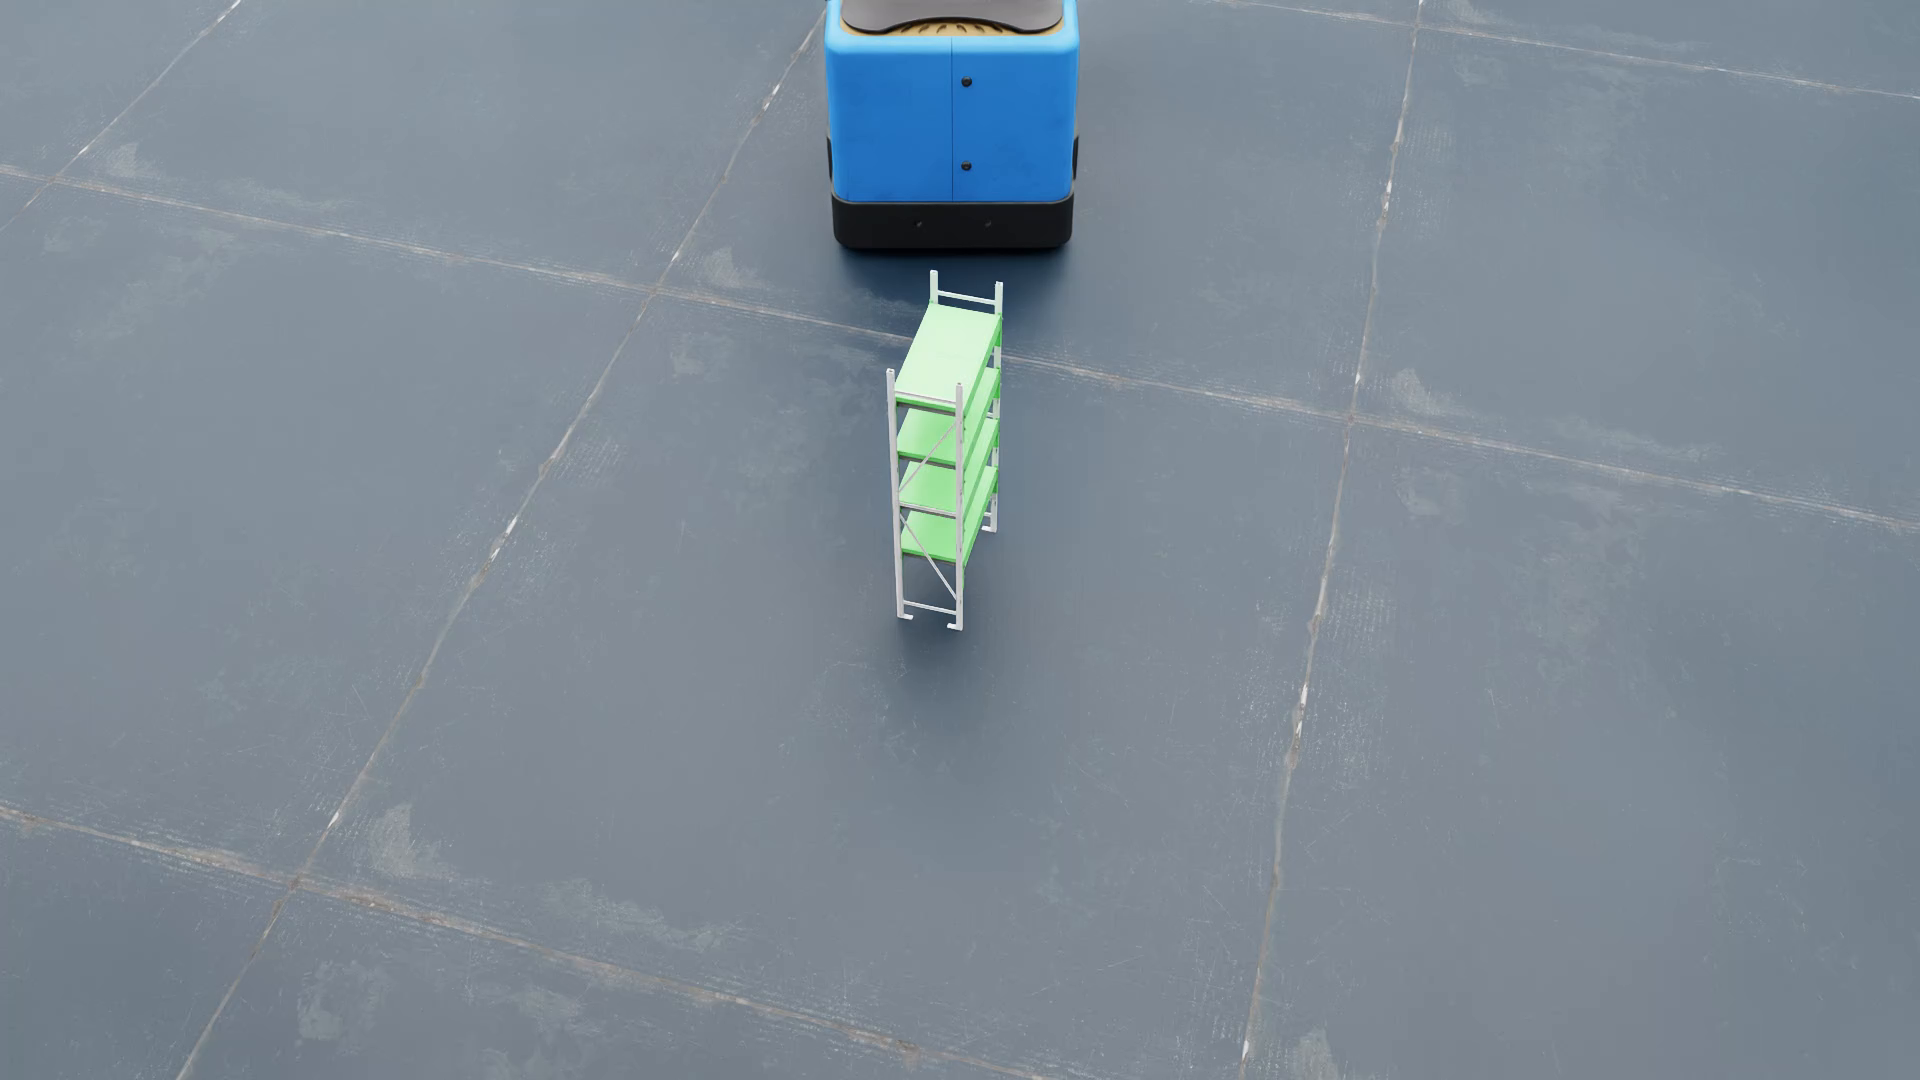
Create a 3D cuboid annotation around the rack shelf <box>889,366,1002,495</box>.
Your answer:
[{"bbox_3d":[-0.044,-0.394,5.562,0.258,0.148,0.480,12,50,10],"label":"rack shelf"}]

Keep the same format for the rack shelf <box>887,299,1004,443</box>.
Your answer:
[{"bbox_3d":[-0.044,-0.553,5.382,0.258,0.148,0.480,12,50,10],"label":"rack shelf"}]

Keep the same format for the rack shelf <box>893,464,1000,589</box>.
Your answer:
[{"bbox_3d":[-0.044,-0.076,5.922,0.258,0.148,0.480,12,50,10],"label":"rack shelf"}]

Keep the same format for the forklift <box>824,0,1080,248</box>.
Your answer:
[{"bbox_3d":[-0.035,-3.336,7.239,1.130,2.935,3.031,0,49,0],"label":"forklift"}]

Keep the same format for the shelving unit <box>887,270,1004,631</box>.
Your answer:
[{"bbox_3d":[-0.044,-0.277,5.694,0.258,1.200,0.503,12,50,10],"label":"shelving unit"}]

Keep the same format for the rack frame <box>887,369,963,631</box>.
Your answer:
[{"bbox_3d":[-0.108,-0.101,5.539,0.240,1.200,0.015,12,50,10],"label":"rack frame"}]

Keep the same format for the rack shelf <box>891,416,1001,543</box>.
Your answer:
[{"bbox_3d":[-0.044,-0.235,5.742,0.258,0.148,0.480,12,50,10],"label":"rack shelf"}]

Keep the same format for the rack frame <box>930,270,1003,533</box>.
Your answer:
[{"bbox_3d":[0.021,-0.454,5.850,0.240,1.200,0.015,12,50,10],"label":"rack frame"}]
